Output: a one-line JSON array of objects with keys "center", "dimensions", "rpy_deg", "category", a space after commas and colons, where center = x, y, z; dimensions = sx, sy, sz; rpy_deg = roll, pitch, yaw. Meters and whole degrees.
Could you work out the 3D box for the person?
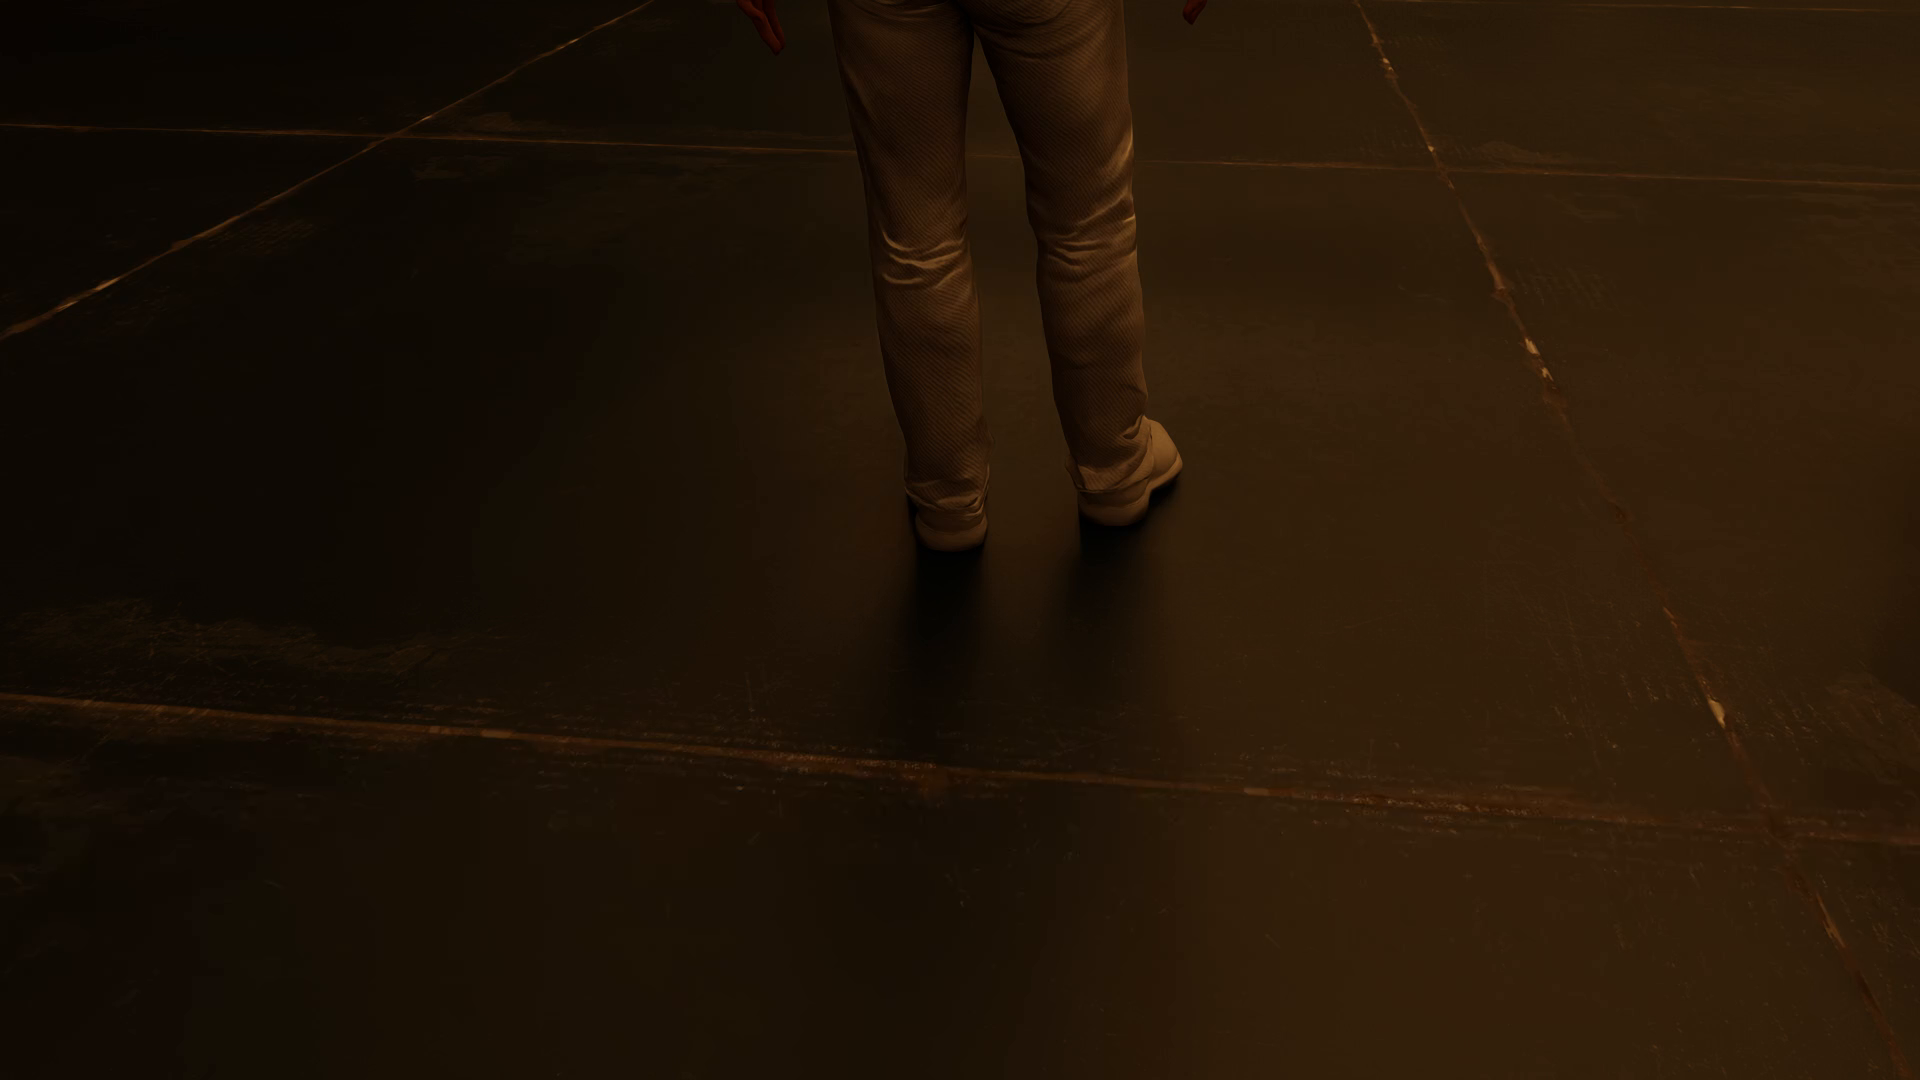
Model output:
[{"center": [0.016, -0.824, 2.164], "dimensions": [0.665, 1.759, 0.577], "rpy_deg": [3, 27, 7], "category": "person"}]
